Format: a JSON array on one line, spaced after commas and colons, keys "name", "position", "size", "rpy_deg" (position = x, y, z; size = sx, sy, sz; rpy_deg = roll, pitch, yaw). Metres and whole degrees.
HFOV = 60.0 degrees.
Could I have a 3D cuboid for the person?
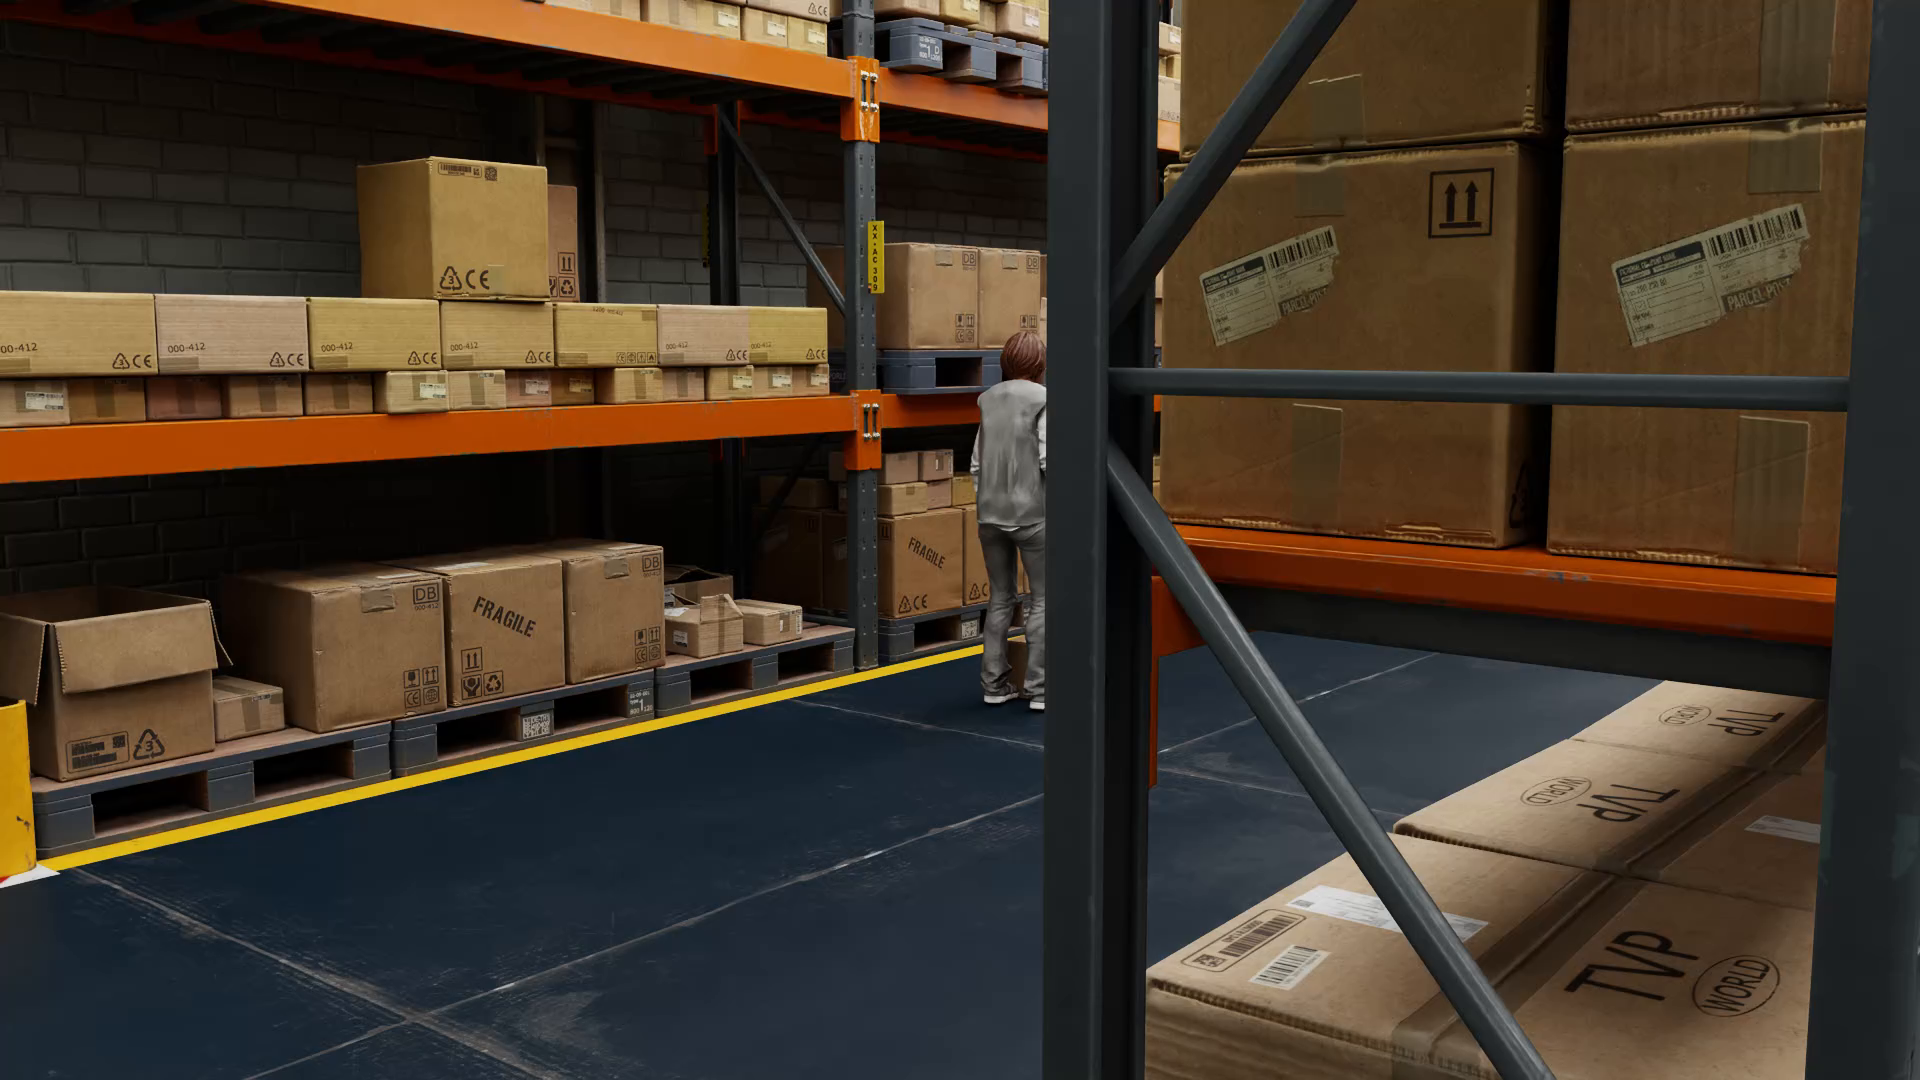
[{"name": "person", "position": [0.252, -0.082, 7.050], "size": [0.462, 1.592, 0.344], "rpy_deg": [5, 9, 36]}]
